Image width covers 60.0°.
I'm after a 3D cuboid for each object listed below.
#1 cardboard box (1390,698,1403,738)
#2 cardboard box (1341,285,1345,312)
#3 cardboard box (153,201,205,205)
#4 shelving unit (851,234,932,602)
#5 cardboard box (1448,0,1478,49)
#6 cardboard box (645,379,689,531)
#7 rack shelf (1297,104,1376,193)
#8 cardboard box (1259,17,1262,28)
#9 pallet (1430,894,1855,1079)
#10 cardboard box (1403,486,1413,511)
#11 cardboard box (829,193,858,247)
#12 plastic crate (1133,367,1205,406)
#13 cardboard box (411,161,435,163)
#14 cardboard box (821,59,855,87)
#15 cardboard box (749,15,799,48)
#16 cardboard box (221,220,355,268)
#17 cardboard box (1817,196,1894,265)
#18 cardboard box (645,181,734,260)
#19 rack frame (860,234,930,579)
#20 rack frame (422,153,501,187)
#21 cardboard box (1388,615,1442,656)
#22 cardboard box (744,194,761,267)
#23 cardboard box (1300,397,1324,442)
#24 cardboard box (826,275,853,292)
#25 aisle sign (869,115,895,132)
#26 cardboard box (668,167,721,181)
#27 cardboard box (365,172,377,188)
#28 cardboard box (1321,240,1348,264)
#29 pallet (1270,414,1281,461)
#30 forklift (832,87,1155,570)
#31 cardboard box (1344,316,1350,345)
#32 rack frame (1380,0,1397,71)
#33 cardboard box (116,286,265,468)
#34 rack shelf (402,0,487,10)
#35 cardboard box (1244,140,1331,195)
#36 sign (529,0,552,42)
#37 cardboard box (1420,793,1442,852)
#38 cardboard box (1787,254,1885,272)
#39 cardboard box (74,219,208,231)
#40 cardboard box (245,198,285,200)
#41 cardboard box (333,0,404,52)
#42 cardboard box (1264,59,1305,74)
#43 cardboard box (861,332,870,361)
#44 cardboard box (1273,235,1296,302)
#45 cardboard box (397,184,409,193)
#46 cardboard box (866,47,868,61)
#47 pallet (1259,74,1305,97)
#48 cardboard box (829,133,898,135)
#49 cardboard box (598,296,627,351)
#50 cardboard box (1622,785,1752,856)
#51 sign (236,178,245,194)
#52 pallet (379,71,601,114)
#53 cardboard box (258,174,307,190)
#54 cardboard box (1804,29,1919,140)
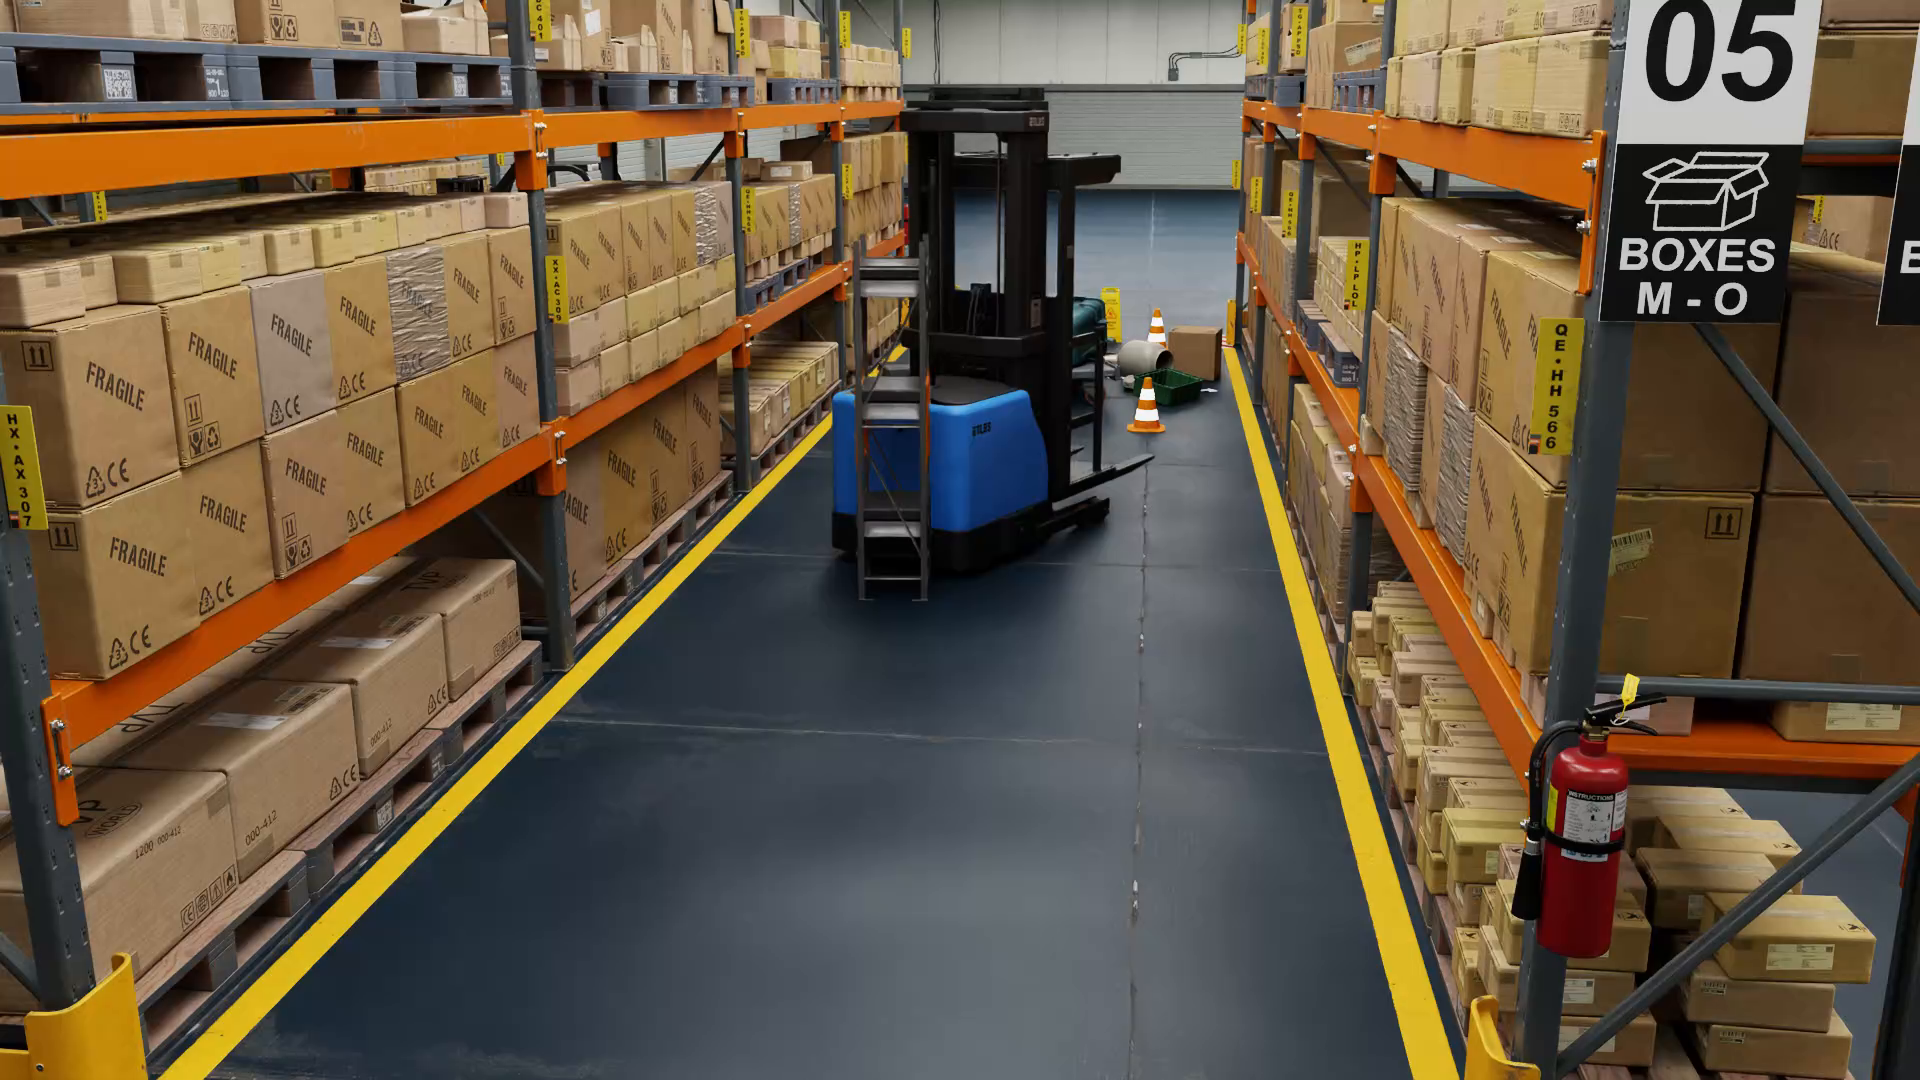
[{"bbox_3d":[2.062,0.796,7.129,0.380,0.149,0.250,1,15,5],"label":"cardboard box"},{"bbox_3d":[2.435,-1.404,9.714,0.380,0.149,0.250,2,15,8],"label":"cardboard box"},{"bbox_3d":[-7.001,-2.952,14.899,0.380,0.149,0.250,2,15,6],"label":"cardboard box"},{"bbox_3d":[-0.391,-0.714,9.780,0.431,2.100,0.503,0,15,1],"label":"shelving unit"},{"bbox_3d":[1.941,-1.767,5.534,0.500,0.250,0.500,1,15,4],"label":"cardboard box"},{"bbox_3d":[-2.336,-0.591,10.867,0.875,0.875,0.875,2,15,7],"label":"cardboard box"},{"bbox_3d":[2.633,-2.284,9.495,1.077,0.370,4.000,2,15,6],"label":"rack shelf"},{"bbox_3d":[3.148,-5.069,16.375,0.380,0.149,0.250,2,15,6],"label":"cardboard box"},{"bbox_3d":[2.092,1.489,5.250,1.003,0.211,1.213,2,15,6],"label":"pallet"},{"bbox_3d":[1.987,-0.206,6.659,0.380,0.149,0.250,2,15,7],"label":"cardboard box"},{"bbox_3d":[-1.293,-3.157,16.330,0.500,0.500,0.500,2,15,6],"label":"cardboard box"},{"bbox_3d":[2.028,-1.494,16.217,0.450,0.188,0.662,22,25,31],"label":"plastic crate"},{"bbox_3d":[-6.443,-4.399,19.680,0.380,0.149,0.250,2,15,8],"label":"cardboard box"},{"bbox_3d":[-1.298,-4.485,15.971,0.500,0.250,0.500,1,15,5],"label":"cardboard box"},{"bbox_3d":[-1.651,-4.260,13.947,0.500,0.250,0.500,2,15,7],"label":"cardboard box"},{"bbox_3d":[-2.441,-1.076,6.045,0.380,0.149,0.250,1,15,5],"label":"cardboard box"},{"bbox_3d":[7.999,-2.858,14.031,1.000,1.000,1.000,2,15,7],"label":"cardboard box"},{"bbox_3d":[-1.869,-2.211,11.485,0.500,0.500,0.500,1,15,5],"label":"cardboard box"},{"bbox_3d":[-0.386,-0.778,10.016,0.400,2.100,0.015,0,15,1],"label":"rack frame"},{"bbox_3d":[-6.100,-4.042,20.364,1.000,3.000,0.127,2,15,6],"label":"rack frame"},{"bbox_3d":[2.093,0.441,7.301,0.380,0.149,0.250,1,15,5],"label":"cardboard box"},{"bbox_3d":[-1.790,-2.326,12.453,0.500,0.500,0.500,1,15,5],"label":"cardboard box"},{"bbox_3d":[2.484,-0.757,10.763,0.500,0.250,0.500,2,15,6],"label":"cardboard box"},{"bbox_3d":[-1.211,-2.586,16.761,0.380,0.149,0.250,2,15,7],"label":"cardboard box"},{"bbox_3d":[-0.873,-5.159,19.515,0.394,0.787,0.004,2,15,6],"label":"aisle sign"},{"bbox_3d":[-2.166,-2.962,13.562,0.380,0.149,0.250,1,15,4],"label":"cardboard box"},{"bbox_3d":[-6.261,-3.720,17.170,0.380,0.149,0.250,1,15,5],"label":"cardboard box"},{"bbox_3d":[2.587,-1.887,10.931,0.380,0.149,0.250,1,15,5],"label":"cardboard box"},{"bbox_3d":[3.163,-0.874,13.990,1.003,0.211,1.213,2,15,6],"label":"pallet"},{"bbox_3d":[0.393,-1.560,11.314,1.130,2.935,3.031,9,18,31],"label":"forklift"},{"bbox_3d":[2.400,-1.193,9.505,0.380,0.149,0.250,2,15,9],"label":"cardboard box"},{"bbox_3d":[2.408,-3.561,7.091,1.000,3.000,0.127,2,15,6],"label":"rack frame"},{"bbox_3d":[-2.585,-0.528,5.262,0.500,0.500,0.500,1,15,5],"label":"cardboard box"},{"bbox_3d":[-6.326,-5.879,17.809,1.077,0.370,4.000,2,15,6],"label":"rack shelf"},{"bbox_3d":[3.513,-3.989,17.812,0.875,0.550,0.550,2,15,6],"label":"cardboard box"},{"bbox_3d":[-1.970,-2.504,7.788,0.100,0.325,0.005,2,15,6],"label":"sign"},{"bbox_3d":[1.835,0.988,5.850,0.380,0.149,0.250,2,15,7],"label":"cardboard box"},{"bbox_3d":[2.321,-0.542,4.742,0.500,0.500,0.500,2,15,8],"label":"cardboard box"},{"bbox_3d":[-2.994,-1.090,6.097,0.380,0.149,0.250,2,15,8],"label":"cardboard box"},{"bbox_3d":[-6.359,-3.069,15.332,0.380,0.149,0.250,1,15,5],"label":"cardboard box"},{"bbox_3d":[-2.642,-2.183,6.547,0.797,0.503,0.637,3,15,11],"label":"cardboard box"},{"bbox_3d":[3.034,-4.421,15.505,0.380,0.149,0.250,2,15,6],"label":"cardboard box"},{"bbox_3d":[-1.235,-2.019,17.344,0.500,0.250,0.500,3,15,9],"label":"cardboard box"},{"bbox_3d":[2.757,-2.134,13.117,0.500,0.500,0.500,1,15,5],"label":"cardboard box"},{"bbox_3d":[-6.092,-3.706,17.688,0.380,0.149,0.250,2,15,6],"label":"cardboard box"},{"bbox_3d":[-1.166,-5.049,17.294,0.380,0.149,0.250,2,15,7],"label":"cardboard box"},{"bbox_3d":[3.413,-4.357,15.951,1.003,0.211,1.213,2,15,6],"label":"pallet"},{"bbox_3d":[-1.073,-4.301,18.646,0.700,0.500,0.500,2,15,7],"label":"cardboard box"},{"bbox_3d":[-2.161,-1.195,9.166,0.500,0.250,0.500,2,15,7],"label":"cardboard box"},{"bbox_3d":[2.366,0.930,5.495,0.380,0.149,0.250,1,15,4],"label":"cardboard box"},{"bbox_3d":[-7.103,-3.477,16.463,0.100,0.325,0.005,2,15,6],"label":"sign"},{"bbox_3d":[-2.468,-2.379,8.835,0.805,0.209,1.217,1,15,4],"label":"pallet"},{"bbox_3d":[-6.816,-3.601,16.730,0.380,0.149,0.250,2,15,6],"label":"cardboard box"},{"bbox_3d":[2.261,-1.112,4.069,0.500,0.250,0.500,2,15,8],"label":"cardboard box"}]
